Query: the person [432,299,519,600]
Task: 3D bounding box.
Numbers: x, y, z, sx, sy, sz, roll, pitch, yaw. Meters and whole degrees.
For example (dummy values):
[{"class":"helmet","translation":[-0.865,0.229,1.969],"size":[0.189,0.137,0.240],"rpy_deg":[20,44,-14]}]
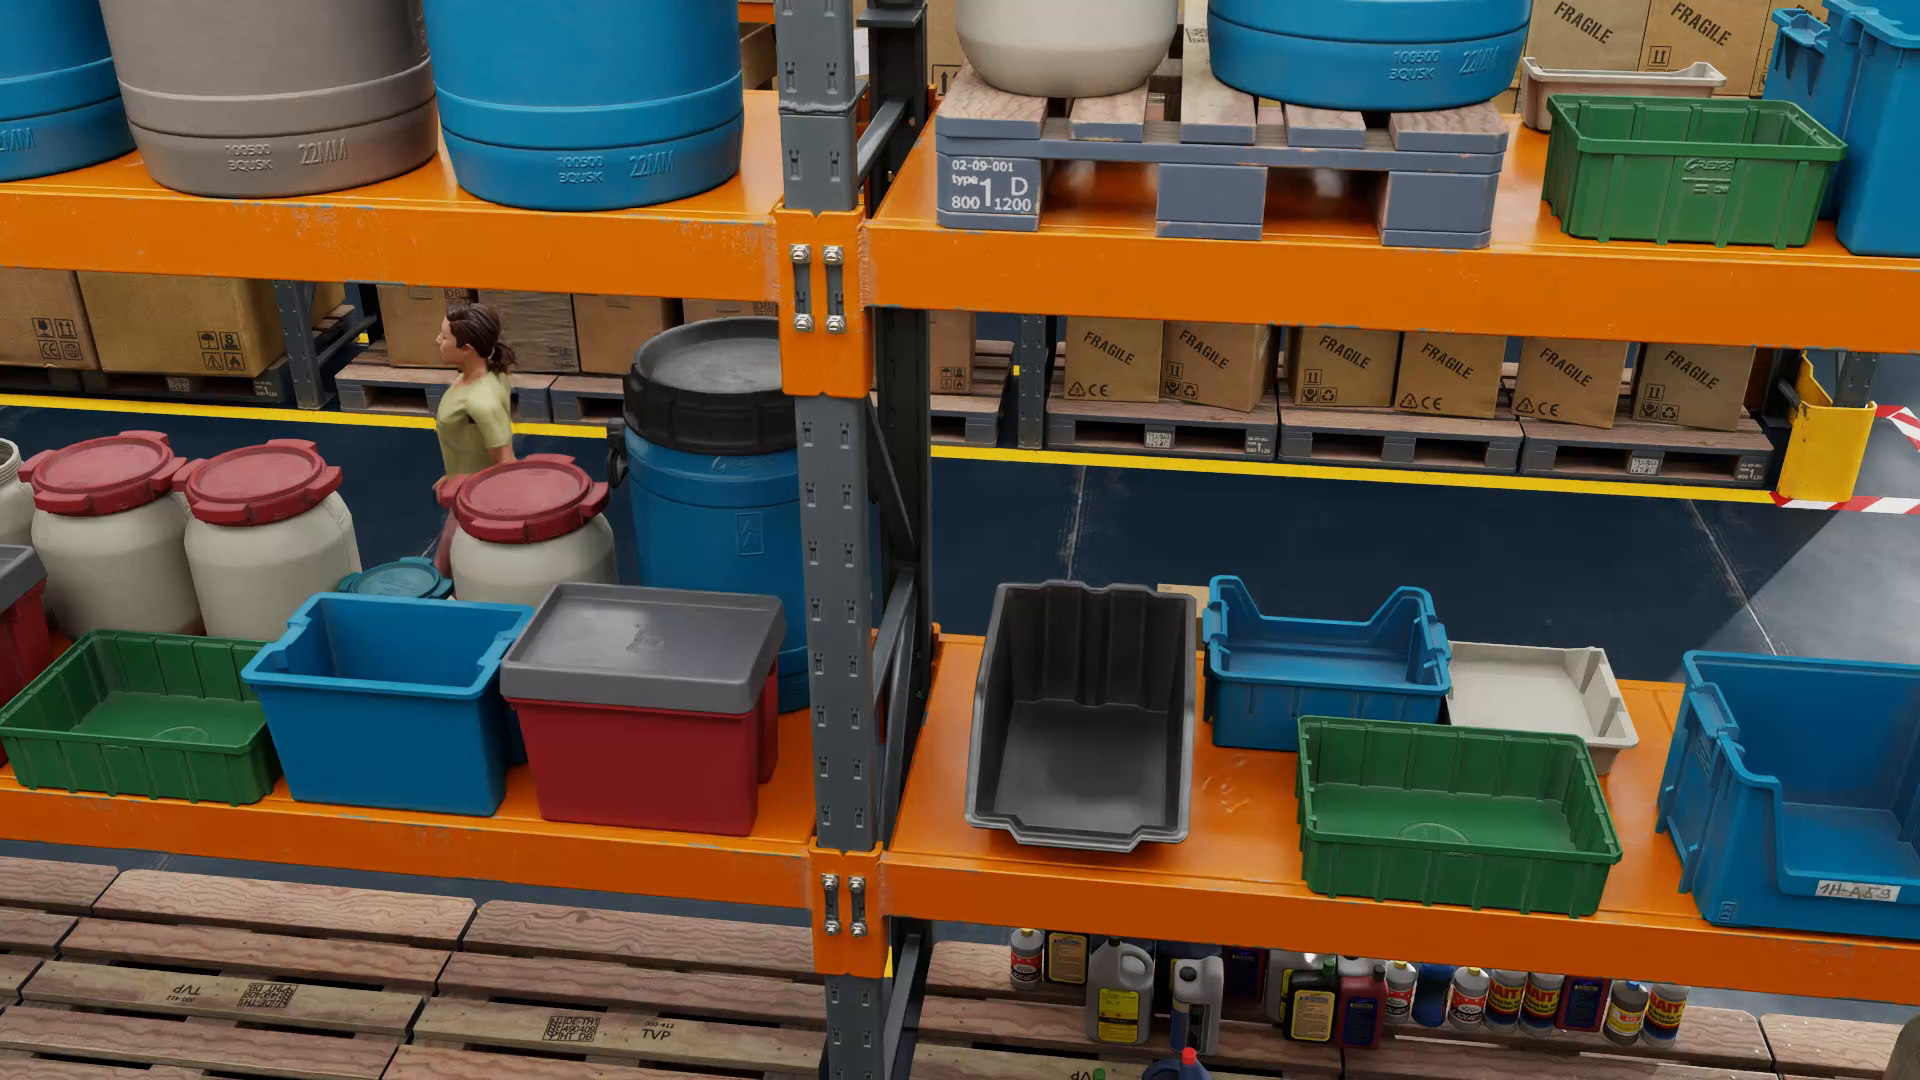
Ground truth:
[{"class":"person","translation":[-1.896,-0.161,6.404],"size":[1.022,1.601,0.464],"rpy_deg":[-3,29,-5]}]
